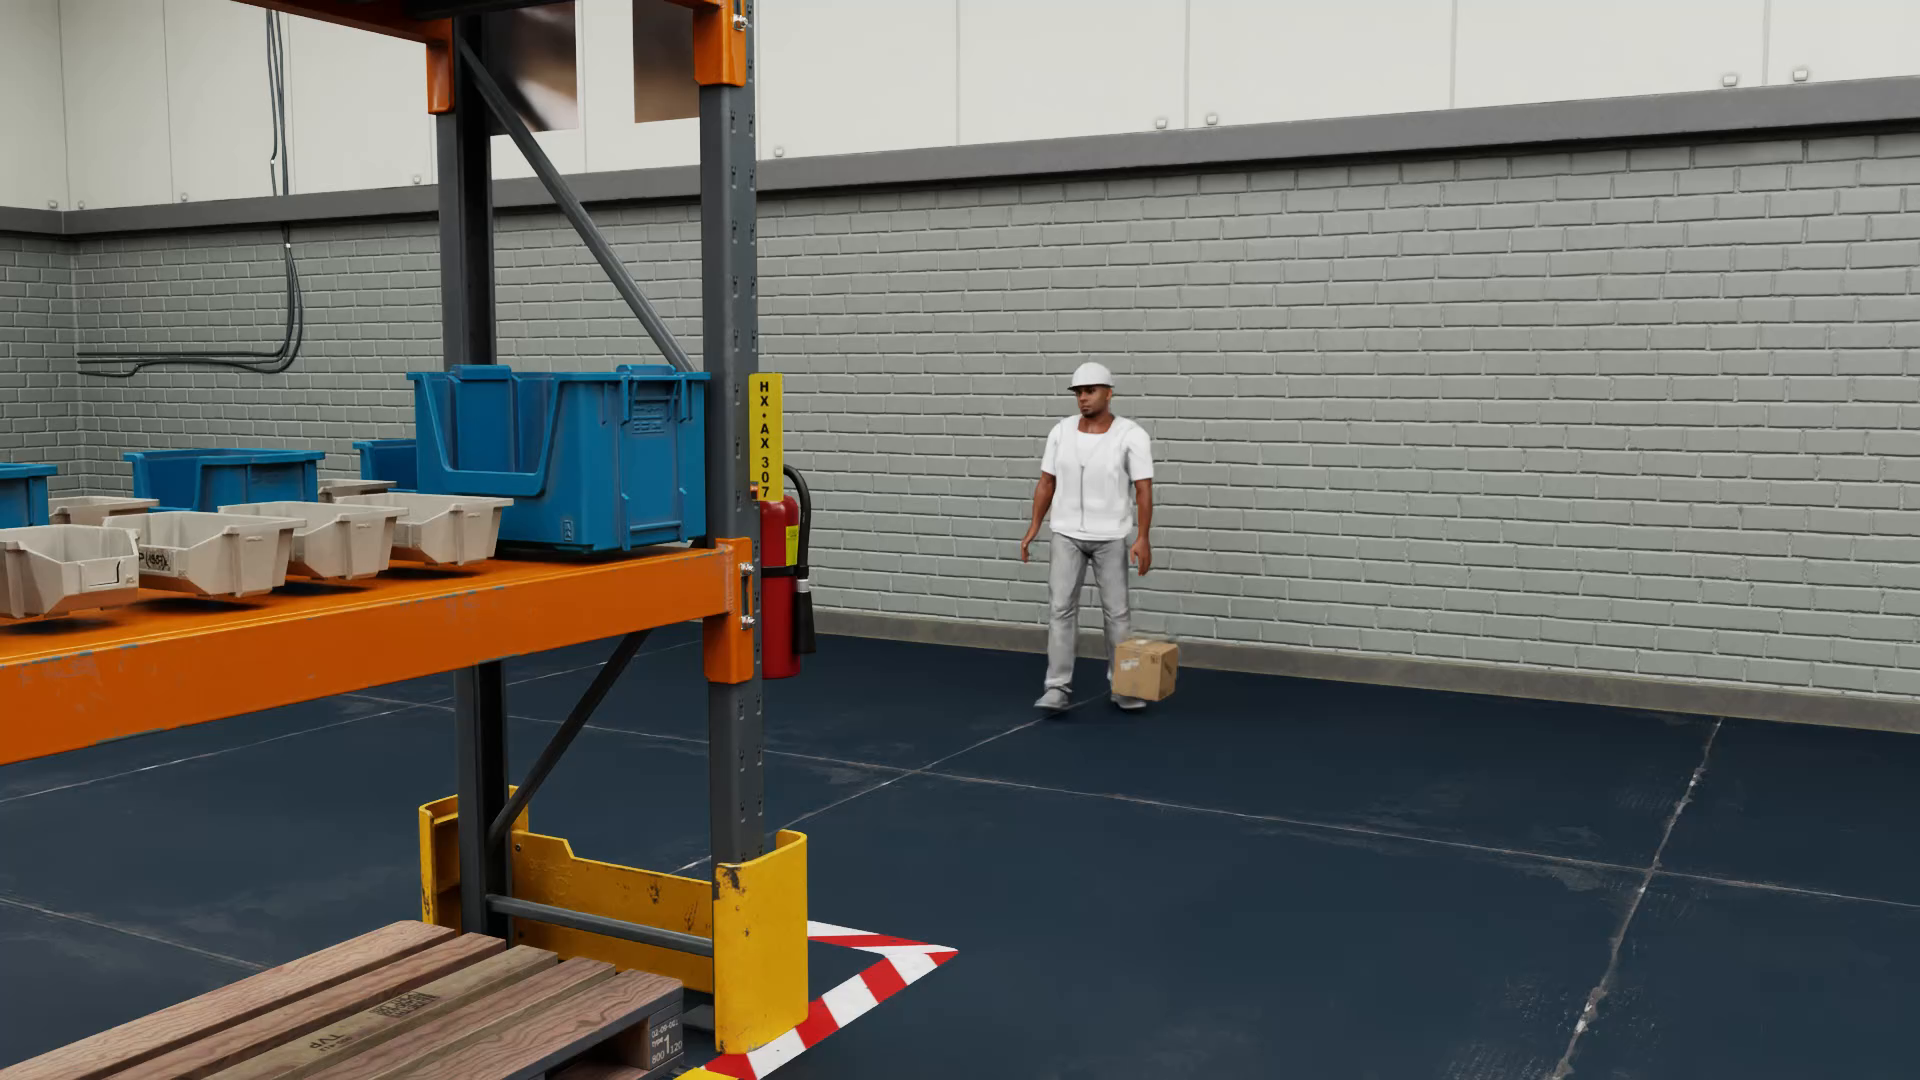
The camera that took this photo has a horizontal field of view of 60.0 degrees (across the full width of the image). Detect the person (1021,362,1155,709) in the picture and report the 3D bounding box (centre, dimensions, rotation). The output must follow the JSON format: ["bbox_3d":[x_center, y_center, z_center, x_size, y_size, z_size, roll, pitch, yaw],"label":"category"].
[{"bbox_3d":[0.633,-0.014,8.426,0.669,1.765,0.561,2,6,21],"label":"person"}]
